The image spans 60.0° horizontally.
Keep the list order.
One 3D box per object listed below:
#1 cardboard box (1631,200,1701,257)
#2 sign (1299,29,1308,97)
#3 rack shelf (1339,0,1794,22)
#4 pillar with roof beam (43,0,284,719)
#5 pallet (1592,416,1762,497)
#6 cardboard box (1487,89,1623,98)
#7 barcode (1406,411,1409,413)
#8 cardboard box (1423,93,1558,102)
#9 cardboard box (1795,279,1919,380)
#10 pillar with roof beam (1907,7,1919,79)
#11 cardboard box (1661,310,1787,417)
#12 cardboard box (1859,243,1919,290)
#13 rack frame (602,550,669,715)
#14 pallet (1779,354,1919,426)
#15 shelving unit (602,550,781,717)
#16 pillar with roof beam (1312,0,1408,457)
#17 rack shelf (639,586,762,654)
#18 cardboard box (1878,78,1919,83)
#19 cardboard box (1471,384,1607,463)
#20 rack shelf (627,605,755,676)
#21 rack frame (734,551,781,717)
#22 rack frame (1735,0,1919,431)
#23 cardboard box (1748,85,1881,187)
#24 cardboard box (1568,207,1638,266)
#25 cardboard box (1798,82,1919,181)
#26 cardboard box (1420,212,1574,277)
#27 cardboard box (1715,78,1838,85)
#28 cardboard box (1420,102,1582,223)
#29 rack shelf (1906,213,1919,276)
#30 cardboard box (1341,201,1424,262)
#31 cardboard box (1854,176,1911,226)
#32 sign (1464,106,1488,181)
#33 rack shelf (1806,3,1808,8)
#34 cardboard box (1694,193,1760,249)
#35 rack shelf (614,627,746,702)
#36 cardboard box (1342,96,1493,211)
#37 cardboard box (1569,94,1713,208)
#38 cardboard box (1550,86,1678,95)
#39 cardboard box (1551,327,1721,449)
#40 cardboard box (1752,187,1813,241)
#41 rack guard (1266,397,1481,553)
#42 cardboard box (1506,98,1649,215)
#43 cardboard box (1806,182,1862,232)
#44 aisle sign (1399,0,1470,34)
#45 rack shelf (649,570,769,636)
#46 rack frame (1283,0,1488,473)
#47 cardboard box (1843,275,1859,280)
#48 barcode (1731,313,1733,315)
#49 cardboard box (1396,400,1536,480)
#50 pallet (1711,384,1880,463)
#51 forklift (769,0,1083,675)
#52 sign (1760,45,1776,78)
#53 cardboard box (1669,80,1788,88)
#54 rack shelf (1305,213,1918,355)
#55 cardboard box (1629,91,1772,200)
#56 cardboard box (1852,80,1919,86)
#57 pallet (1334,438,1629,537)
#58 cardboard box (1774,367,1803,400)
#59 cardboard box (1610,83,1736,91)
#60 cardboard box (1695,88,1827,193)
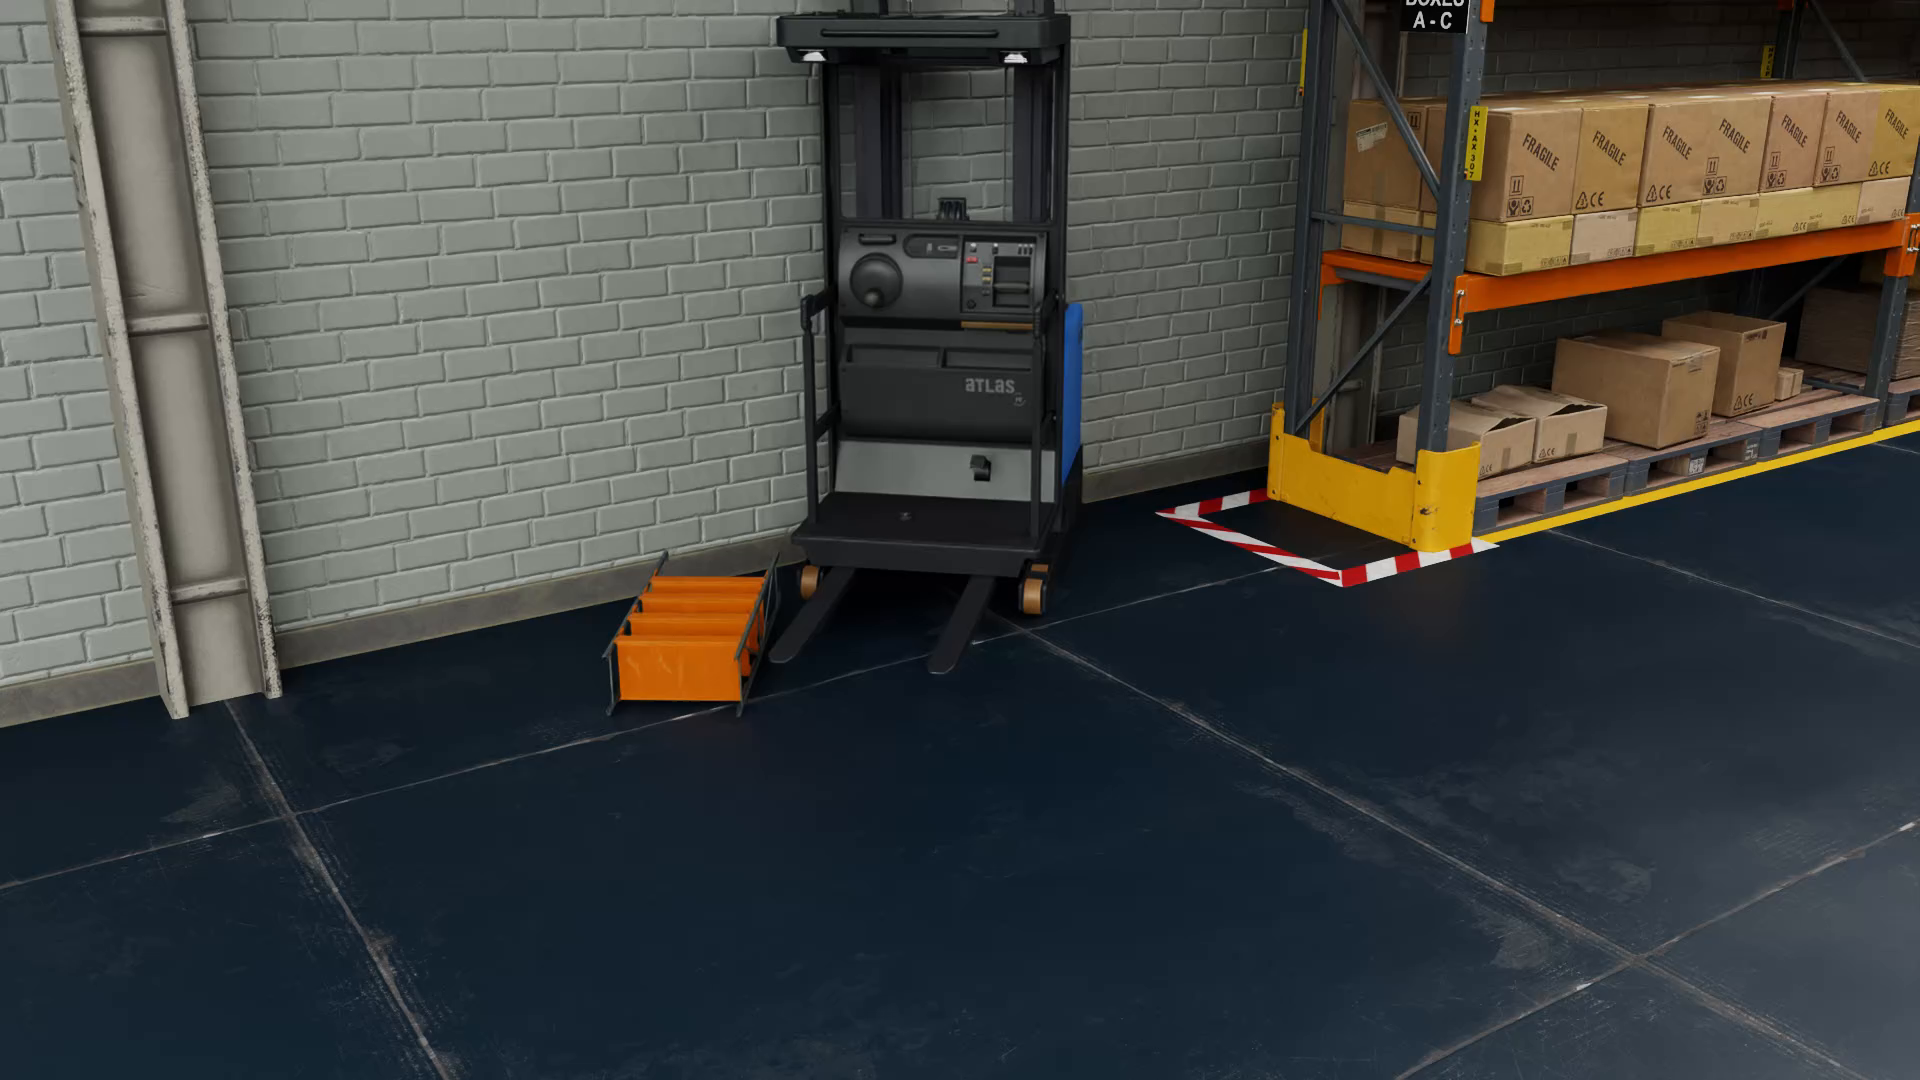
[{"bbox_3d":[3.463,-1.647,8.637,0.500,0.250,0.500,-12,22,-32],"label":"cardboard box"},{"bbox_3d":[1.737,-2.375,8.284,0.005,0.325,0.100,-12,22,-31],"label":"sign"},{"bbox_3d":[3.696,-2.957,8.748,4.000,0.370,1.077,-12,22,-31],"label":"rack shelf"},{"bbox_3d":[-0.509,-2.513,1.627,0.400,9.000,9.100,-12,22,-31],"label":"pillar with roof beam"},{"bbox_3d":[3.805,-0.564,9.584,1.213,0.211,1.003,-12,22,-31],"label":"pallet"},{"bbox_3d":[3.158,-2.136,8.913,0.500,0.500,0.500,-13,22,-33],"label":"cardboard box"},{"bbox_3d":[2.448,-0.672,9.045,0.075,0.075,0.001,-12,22,-31],"label":"barcode"},{"bbox_3d":[2.728,-2.044,8.640,0.500,0.500,0.500,-12,22,-31],"label":"cardboard box"},{"bbox_3d":[5.972,-1.388,10.881,0.500,0.500,0.700,-11,22,-30],"label":"cardboard box"},{"bbox_3d":[9.513,-4.627,7.879,0.400,9.000,9.100,-12,22,-31],"label":"pillar with roof beam"},{"bbox_3d":[4.522,-1.060,9.912,0.500,0.500,0.500,-14,23,-35],"label":"cardboard box"},{"bbox_3d":[6.338,-1.821,10.994,0.500,0.250,0.500,-12,22,-33],"label":"cardboard box"},{"bbox_3d":[-1.300,0.350,6.749,0.015,0.240,1.200,0,19,1],"label":"rack frame"},{"bbox_3d":[6.016,-1.046,11.008,1.213,0.211,1.003,-12,22,-31],"label":"pallet"},{"bbox_3d":[-1.056,0.352,6.743,0.503,0.258,1.200,0,19,1],"label":"shelving unit"},{"bbox_3d":[4.502,-3.570,4.753,0.400,9.000,9.100,-12,22,-31],"label":"pillar with roof beam"},{"bbox_3d":[-1.054,0.331,6.807,0.480,0.258,0.148,0,19,1],"label":"rack shelf"},{"bbox_3d":[6.281,-2.662,10.592,0.500,0.500,0.700,-9,21,-26],"label":"cardboard box"},{"bbox_3d":[3.129,-0.657,9.017,0.500,0.311,0.500,-10,21,-27],"label":"cardboard box"},{"bbox_3d":[-1.060,0.402,6.595,0.480,0.258,0.148,0,19,1],"label":"rack shelf"},{"bbox_3d":[-0.812,0.354,6.738,0.015,0.240,1.200,0,19,1],"label":"rack frame"},{"bbox_3d":[5.367,-2.229,10.155,0.127,3.000,1.000,-12,22,-31],"label":"rack frame"},{"bbox_3d":[4.728,-2.267,9.300,0.500,0.500,0.500,-12,22,-32],"label":"cardboard box"},{"bbox_3d":[3.034,-1.559,8.377,0.500,0.250,0.500,-13,22,-33],"label":"cardboard box"},{"bbox_3d":[5.142,-2.357,9.565,0.500,0.500,0.500,-12,22,-32],"label":"cardboard box"},{"bbox_3d":[2.608,-1.464,8.095,0.500,0.250,0.500,-13,22,-33],"label":"cardboard box"},{"bbox_3d":[4.859,-2.496,9.976,0.500,0.500,0.500,-13,22,-33],"label":"cardboard box"},{"bbox_3d":[2.590,-1.822,7.983,0.500,0.500,0.500,-12,22,-31],"label":"cardboard box"},{"bbox_3d":[7.037,-2.241,11.312,4.000,0.370,1.077,-12,22,-31],"label":"rack shelf"},{"bbox_3d":[2.310,-1.597,8.489,0.500,0.250,0.500,-12,22,-31],"label":"cardboard box"},{"bbox_3d":[5.138,-2.003,9.689,0.500,0.250,0.500,-12,22,-31],"label":"cardboard box"},{"bbox_3d":[2.324,-1.790,7.503,0.005,0.325,0.100,-12,22,-31],"label":"sign"},{"bbox_3d":[7.037,-3.662,10.832,4.000,0.370,1.077,-12,22,-31],"label":"rack shelf"},{"bbox_3d":[3.886,-1.736,8.899,0.500,0.250,0.500,-12,22,-31],"label":"cardboard box"},{"bbox_3d":[-1.065,0.478,6.371,0.480,0.258,0.148,0,19,1],"label":"rack shelf"},{"bbox_3d":[2.303,-1.958,8.385,0.500,0.500,0.500,-12,22,-32],"label":"cardboard box"},{"bbox_3d":[3.443,-1.996,8.496,0.500,0.500,0.500,-13,22,-33],"label":"cardboard box"},{"bbox_3d":[3.578,-2.225,9.175,0.500,0.500,0.500,-12,22,-31],"label":"cardboard box"},{"bbox_3d":[3.770,-0.863,9.330,0.500,0.500,0.700,-14,23,-35],"label":"cardboard box"},{"bbox_3d":[4.305,-1.825,9.162,0.500,0.250,0.500,-12,22,-32],"label":"cardboard box"},{"bbox_3d":[2.089,-0.354,8.511,0.348,0.500,1.175,-12,22,-31],"label":"rack guard"},{"bbox_3d":[3.008,-1.906,8.232,0.500,0.500,0.500,-12,22,-31],"label":"cardboard box"},{"bbox_3d":[4.717,-1.918,9.436,0.500,0.250,0.500,-12,22,-31],"label":"cardboard box"},{"bbox_3d":[2.131,-2.663,7.380,0.004,0.787,0.394,-12,22,-31],"label":"aisle sign"},{"bbox_3d":[-1.049,0.267,6.995,0.480,0.258,0.148,0,19,1],"label":"rack shelf"},{"bbox_3d":[2.026,-1.525,8.071,0.127,3.000,1.000,-12,22,-31],"label":"rack frame"},{"bbox_3d":[6.376,-1.492,11.190,0.500,0.500,0.700,-12,22,-32],"label":"cardboard box"},{"bbox_3d":[4.784,-1.374,10.342,0.075,0.075,0.001,-12,22,-31],"label":"barcode"},{"bbox_3d":[2.653,-0.557,8.720,0.500,0.311,0.500,-15,24,-37],"label":"cardboard box"},{"bbox_3d":[4.825,-0.780,10.224,1.213,0.211,1.003,-12,22,-31],"label":"pallet"},{"bbox_3d":[-0.115,-1.183,7.166,1.130,2.935,3.031,3,19,10],"label":"forklift"},{"bbox_3d":[5.058,-2.925,10.407,0.005,0.325,0.100,-12,22,-31],"label":"sign"},{"bbox_3d":[4.425,-2.406,9.709,0.500,0.500,0.500,-12,22,-32],"label":"cardboard box"},{"bbox_3d":[3.696,-1.536,9.228,4.000,0.370,1.077,-12,22,-31],"label":"rack shelf"},{"bbox_3d":[3.868,-2.090,8.775,0.500,0.500,0.500,-11,22,-30],"label":"cardboard box"},{"bbox_3d":[5.810,-2.565,10.307,0.500,0.500,0.700,-12,22,-31],"label":"cardboard box"},{"bbox_3d":[2.787,-0.351,8.952,1.213,0.211,1.003,-12,22,-31],"label":"pallet"},{"bbox_3d":[4.936,-0.993,10.236,0.250,0.166,0.380,-16,24,-38],"label":"cardboard box"},{"bbox_3d":[4.006,-2.319,9.454,0.500,0.500,0.500,-11,22,-30],"label":"cardboard box"},{"bbox_3d":[4.302,-2.182,9.046,0.500,0.500,0.500,-13,22,-33],"label":"cardboard box"}]
